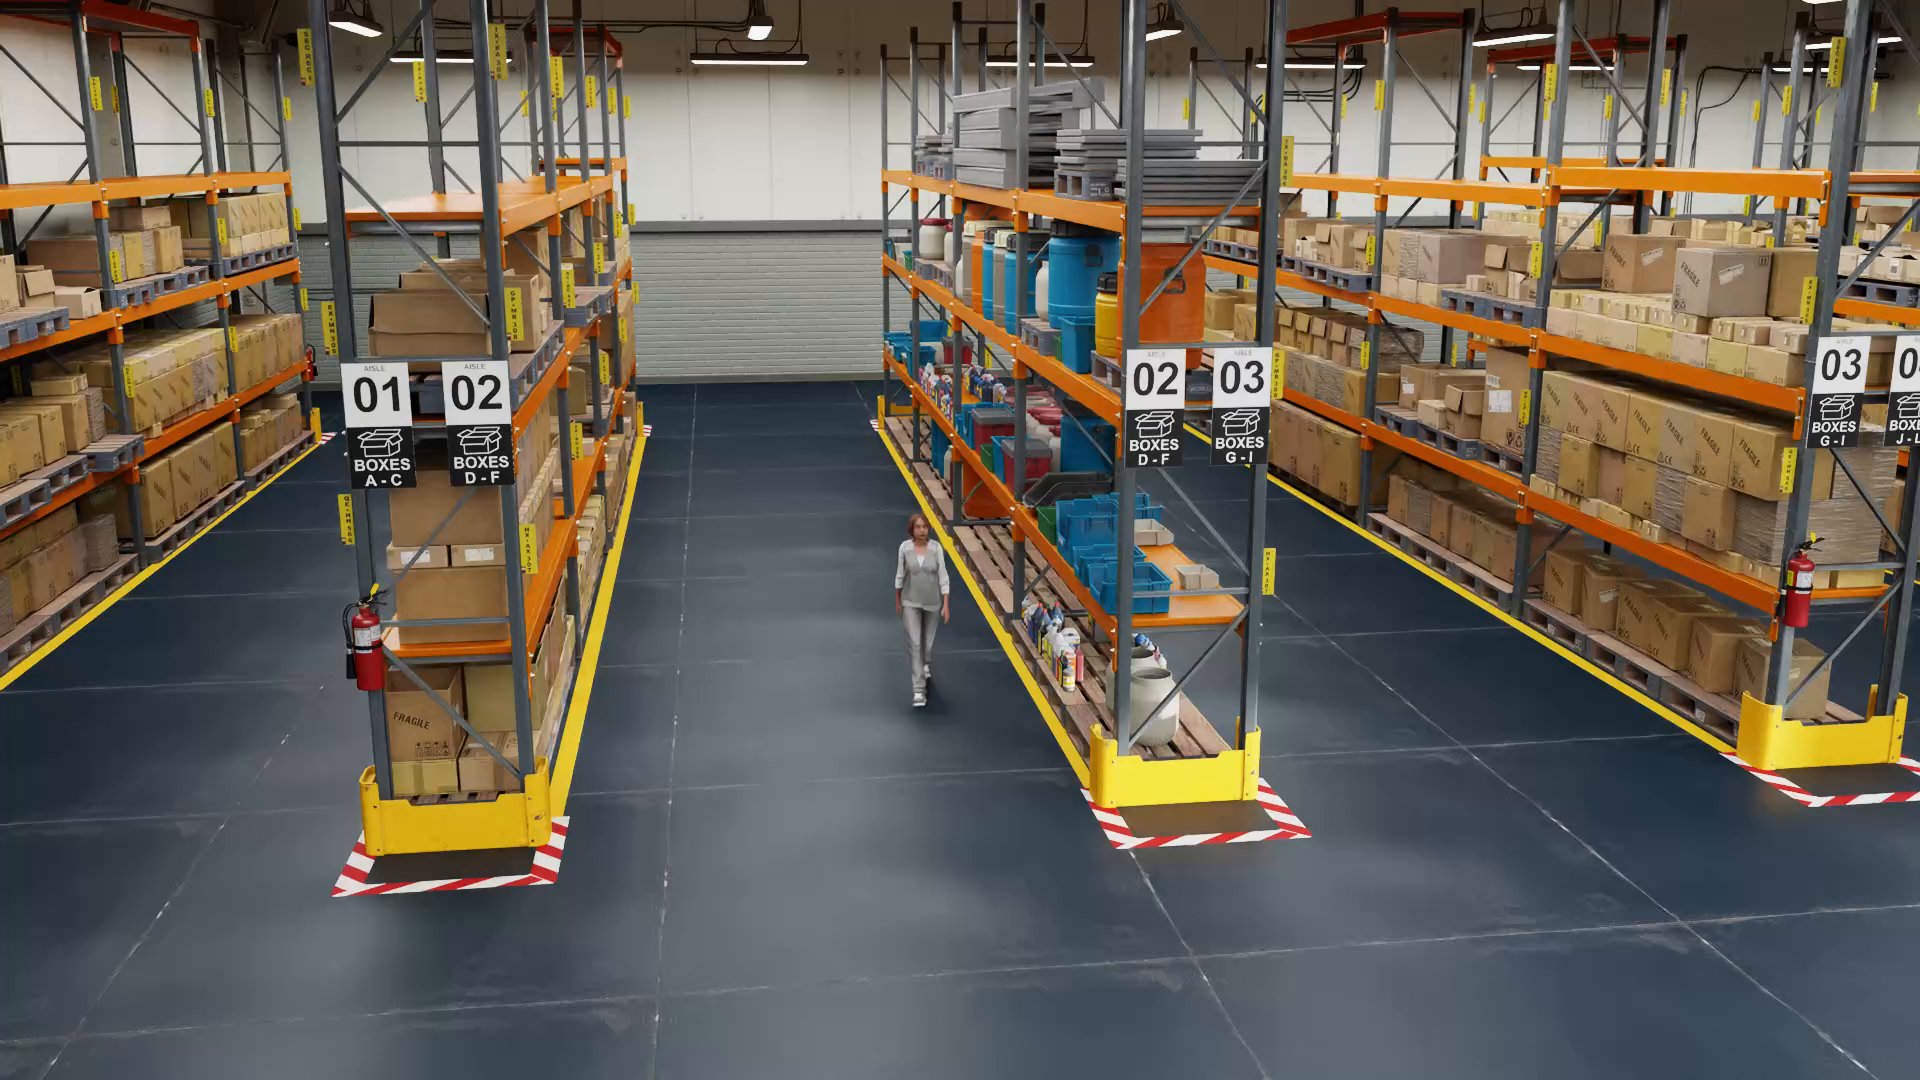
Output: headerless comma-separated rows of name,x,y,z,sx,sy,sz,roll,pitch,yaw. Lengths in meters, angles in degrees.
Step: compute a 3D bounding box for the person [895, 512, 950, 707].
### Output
person,-0.308,0.531,13.786,0.442,1.537,0.976,-2,13,-6
